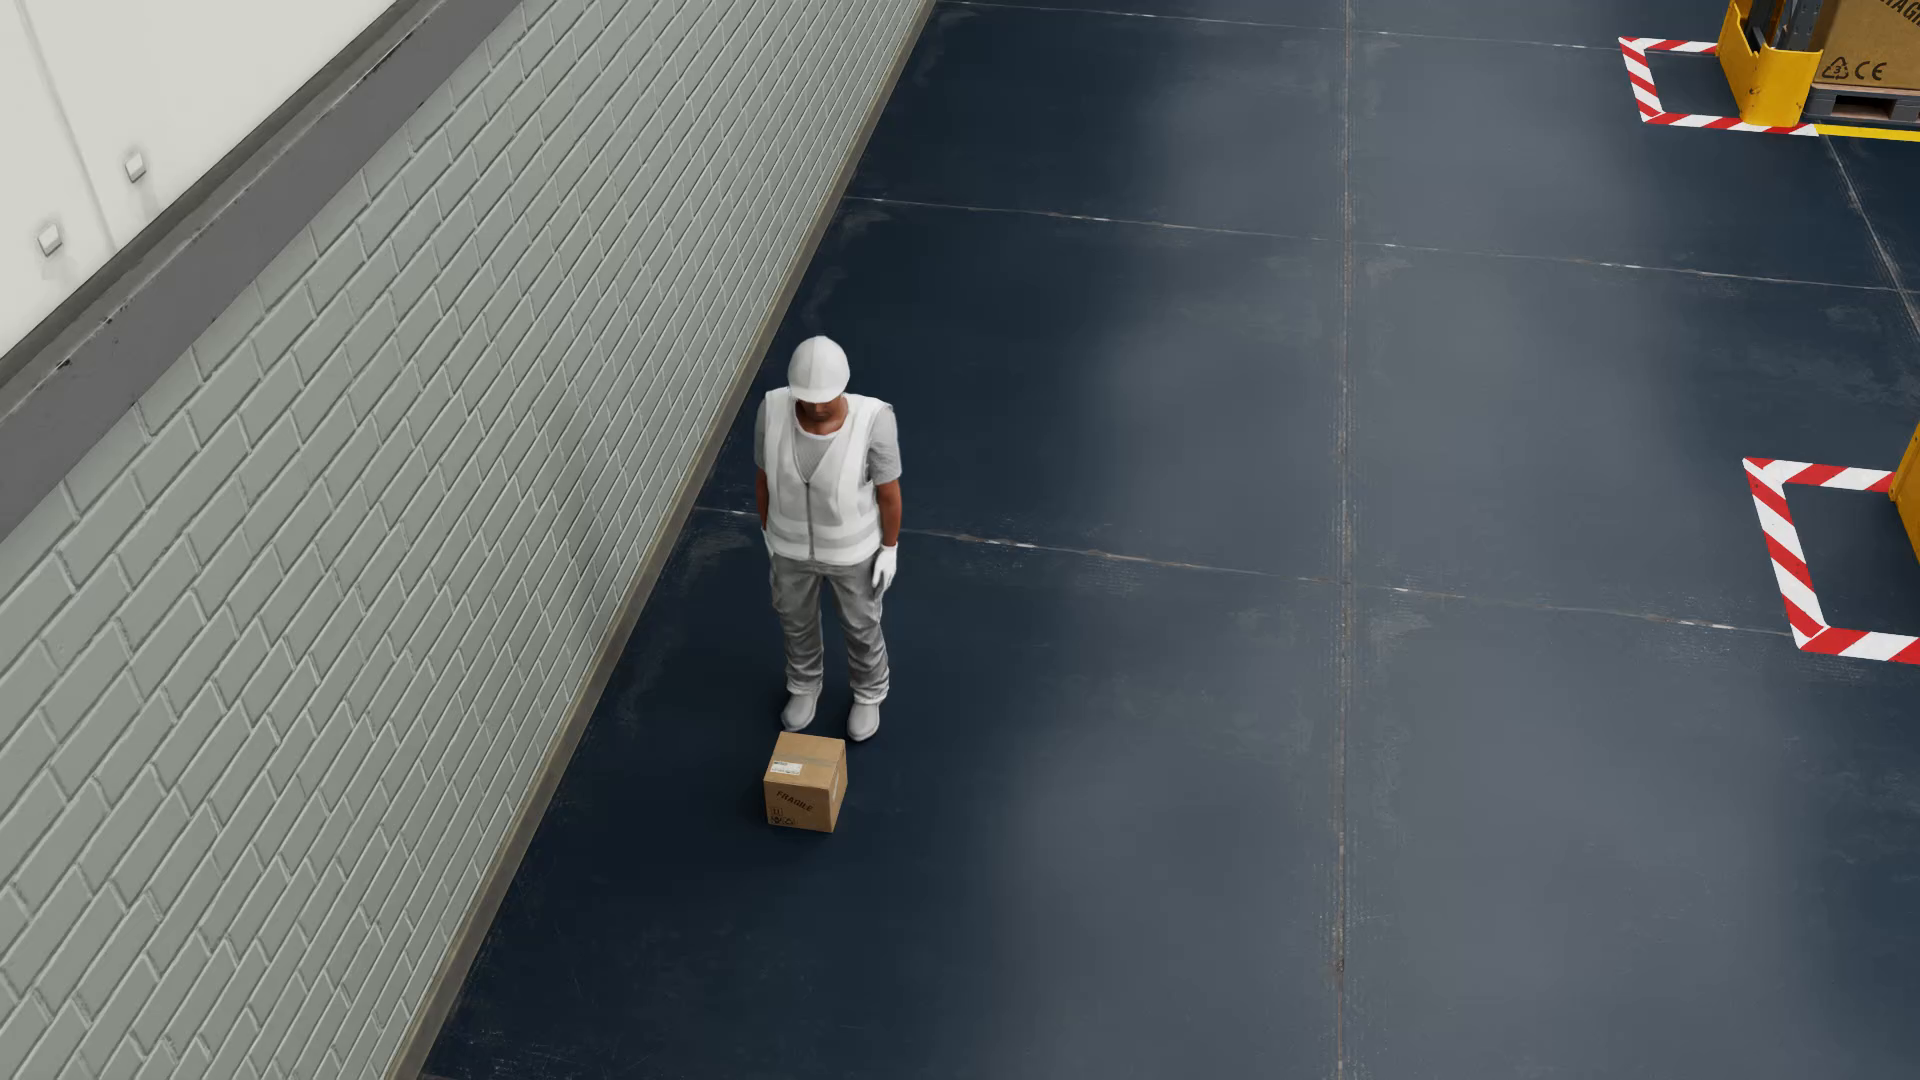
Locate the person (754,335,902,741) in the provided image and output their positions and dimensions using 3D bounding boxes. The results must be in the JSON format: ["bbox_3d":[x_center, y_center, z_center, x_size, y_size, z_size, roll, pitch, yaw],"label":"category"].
[{"bbox_3d":[-0.479,0.007,6.136,0.548,1.777,0.354,7,41,9],"label":"person"}]
